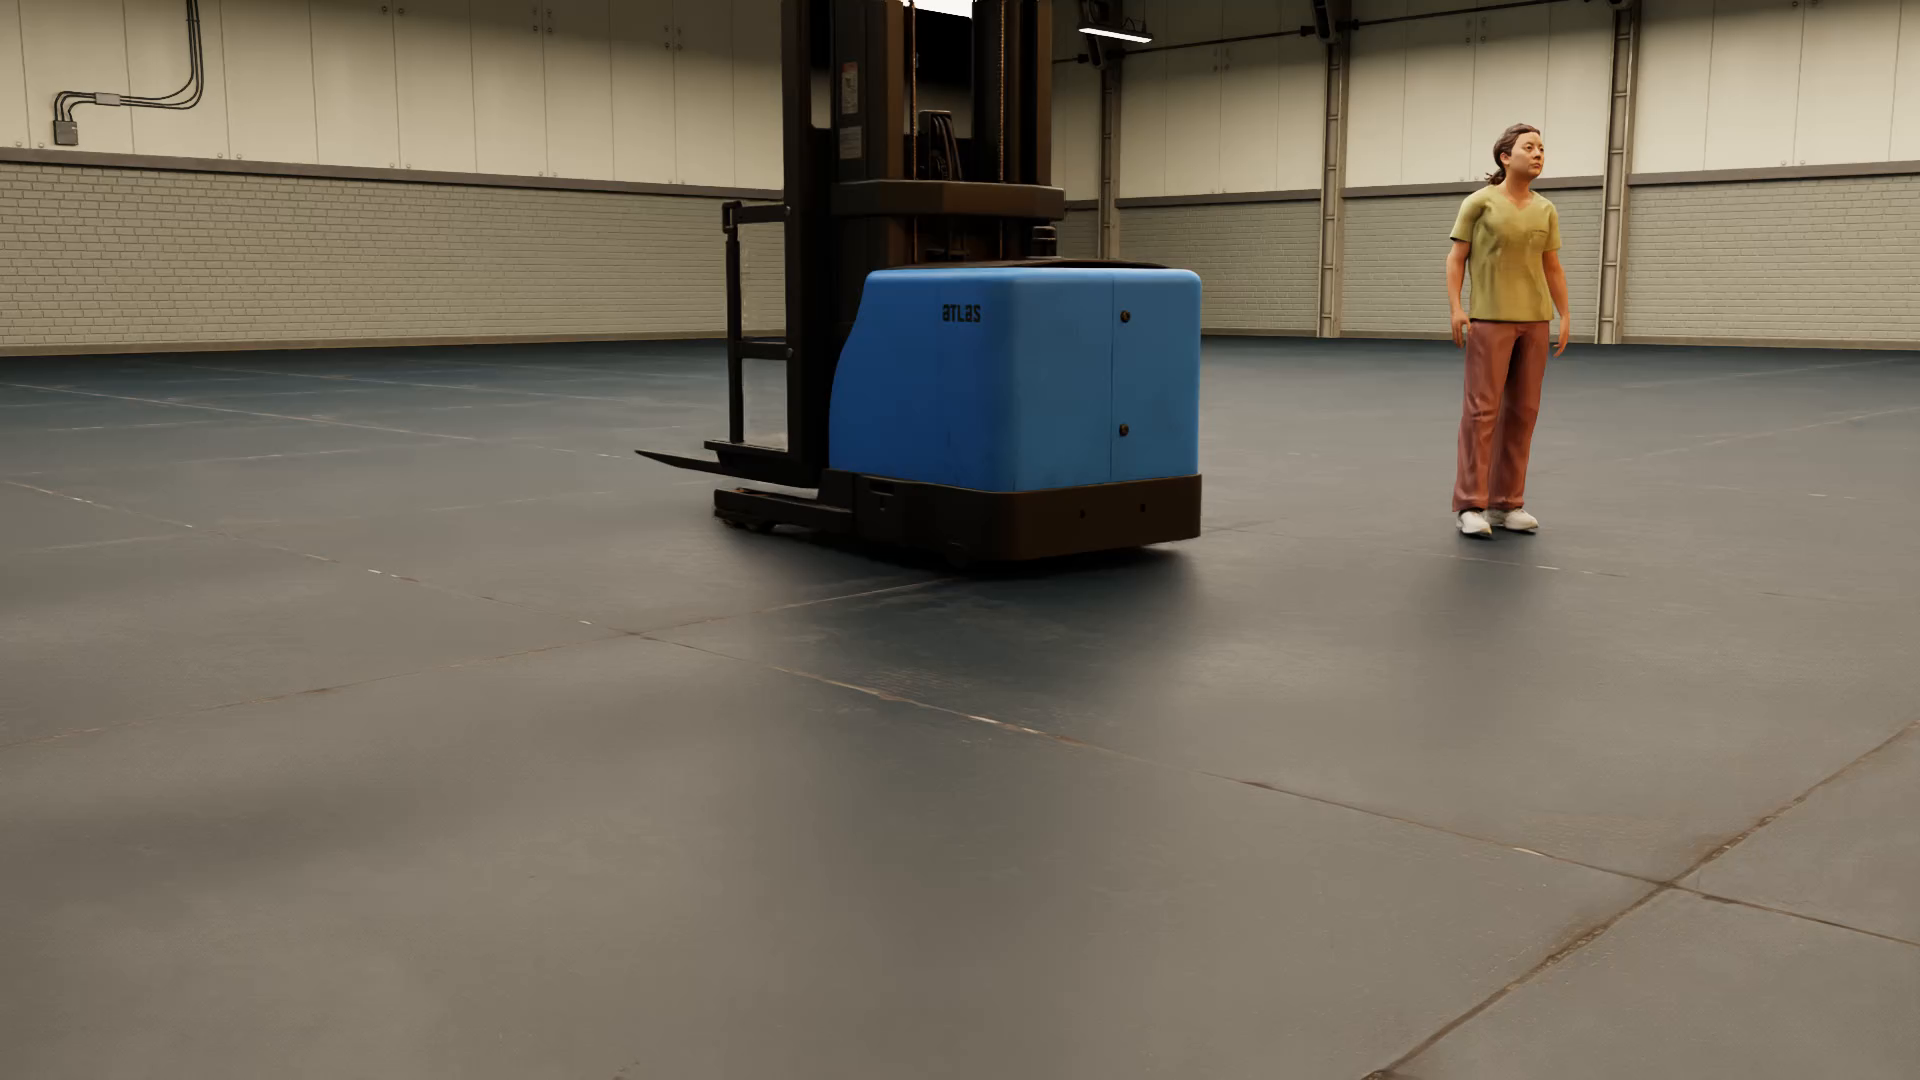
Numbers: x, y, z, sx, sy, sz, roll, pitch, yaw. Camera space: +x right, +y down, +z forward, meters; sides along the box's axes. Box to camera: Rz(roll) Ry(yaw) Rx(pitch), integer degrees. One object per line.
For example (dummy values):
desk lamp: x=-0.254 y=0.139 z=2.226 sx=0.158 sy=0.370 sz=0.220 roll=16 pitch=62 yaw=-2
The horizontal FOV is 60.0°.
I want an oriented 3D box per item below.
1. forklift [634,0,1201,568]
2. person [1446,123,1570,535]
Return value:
forklift: x=-0.394 y=-1.521 z=6.978 sx=1.130 sy=2.935 sz=3.031 roll=-7 pitch=11 yaw=-38
person: x=2.304 y=-0.880 z=6.888 sx=0.551 sy=1.674 sz=0.550 roll=-1 pitch=9 yaw=-9
